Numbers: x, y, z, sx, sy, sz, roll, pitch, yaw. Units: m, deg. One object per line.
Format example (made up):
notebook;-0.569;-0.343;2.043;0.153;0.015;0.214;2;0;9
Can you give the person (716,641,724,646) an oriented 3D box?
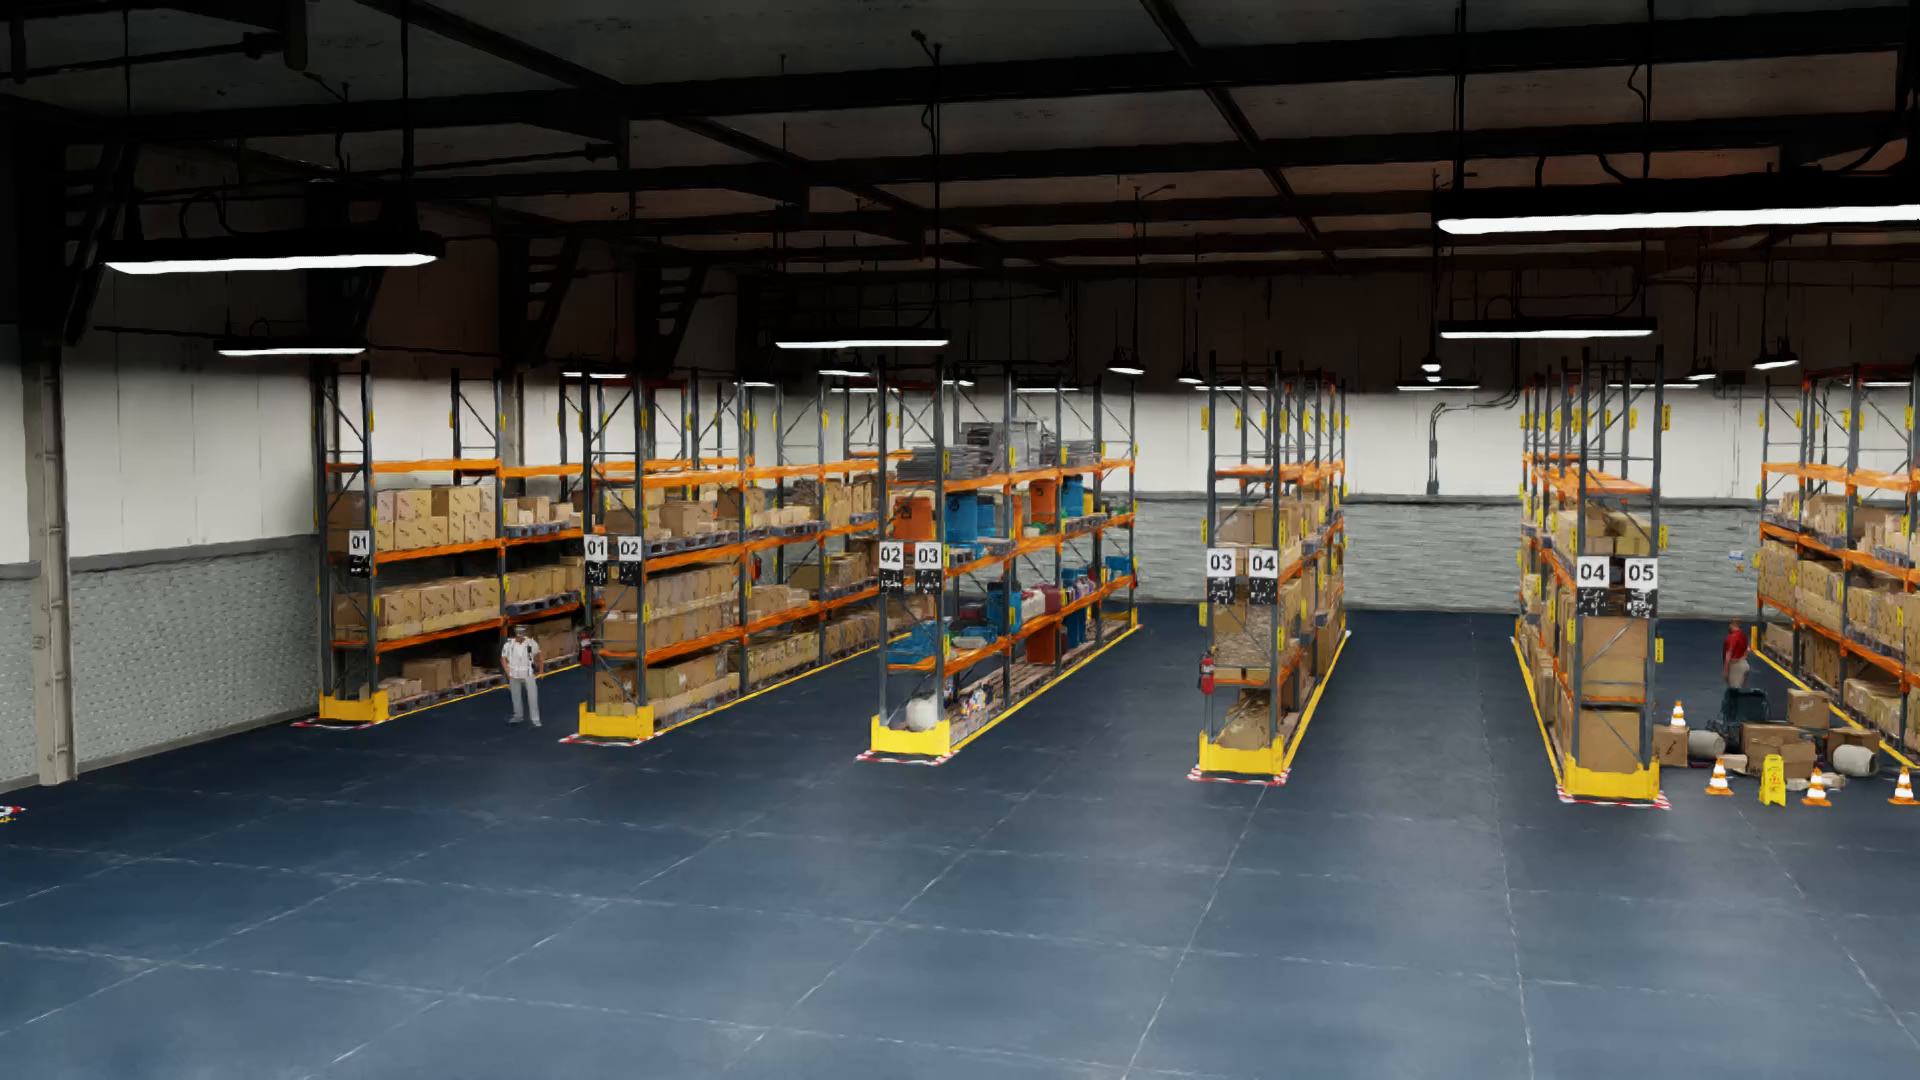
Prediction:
person;-5.176;1.681;34.366;0.563;1.707;1.127;1;4;14

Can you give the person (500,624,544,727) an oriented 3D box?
person;-7.167;2.198;27.295;0.701;1.696;0.815;0;4;-4

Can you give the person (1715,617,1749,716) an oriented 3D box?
person;12.896;2.143;27.764;0.653;1.723;0.584;-4;6;-45

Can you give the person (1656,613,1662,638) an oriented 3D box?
person;15.889;1.393;38.376;0.614;1.762;0.594;-1;4;-17

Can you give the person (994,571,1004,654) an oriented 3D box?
person;0.913;1.541;35.780;0.612;1.772;0.674;4;5;42
